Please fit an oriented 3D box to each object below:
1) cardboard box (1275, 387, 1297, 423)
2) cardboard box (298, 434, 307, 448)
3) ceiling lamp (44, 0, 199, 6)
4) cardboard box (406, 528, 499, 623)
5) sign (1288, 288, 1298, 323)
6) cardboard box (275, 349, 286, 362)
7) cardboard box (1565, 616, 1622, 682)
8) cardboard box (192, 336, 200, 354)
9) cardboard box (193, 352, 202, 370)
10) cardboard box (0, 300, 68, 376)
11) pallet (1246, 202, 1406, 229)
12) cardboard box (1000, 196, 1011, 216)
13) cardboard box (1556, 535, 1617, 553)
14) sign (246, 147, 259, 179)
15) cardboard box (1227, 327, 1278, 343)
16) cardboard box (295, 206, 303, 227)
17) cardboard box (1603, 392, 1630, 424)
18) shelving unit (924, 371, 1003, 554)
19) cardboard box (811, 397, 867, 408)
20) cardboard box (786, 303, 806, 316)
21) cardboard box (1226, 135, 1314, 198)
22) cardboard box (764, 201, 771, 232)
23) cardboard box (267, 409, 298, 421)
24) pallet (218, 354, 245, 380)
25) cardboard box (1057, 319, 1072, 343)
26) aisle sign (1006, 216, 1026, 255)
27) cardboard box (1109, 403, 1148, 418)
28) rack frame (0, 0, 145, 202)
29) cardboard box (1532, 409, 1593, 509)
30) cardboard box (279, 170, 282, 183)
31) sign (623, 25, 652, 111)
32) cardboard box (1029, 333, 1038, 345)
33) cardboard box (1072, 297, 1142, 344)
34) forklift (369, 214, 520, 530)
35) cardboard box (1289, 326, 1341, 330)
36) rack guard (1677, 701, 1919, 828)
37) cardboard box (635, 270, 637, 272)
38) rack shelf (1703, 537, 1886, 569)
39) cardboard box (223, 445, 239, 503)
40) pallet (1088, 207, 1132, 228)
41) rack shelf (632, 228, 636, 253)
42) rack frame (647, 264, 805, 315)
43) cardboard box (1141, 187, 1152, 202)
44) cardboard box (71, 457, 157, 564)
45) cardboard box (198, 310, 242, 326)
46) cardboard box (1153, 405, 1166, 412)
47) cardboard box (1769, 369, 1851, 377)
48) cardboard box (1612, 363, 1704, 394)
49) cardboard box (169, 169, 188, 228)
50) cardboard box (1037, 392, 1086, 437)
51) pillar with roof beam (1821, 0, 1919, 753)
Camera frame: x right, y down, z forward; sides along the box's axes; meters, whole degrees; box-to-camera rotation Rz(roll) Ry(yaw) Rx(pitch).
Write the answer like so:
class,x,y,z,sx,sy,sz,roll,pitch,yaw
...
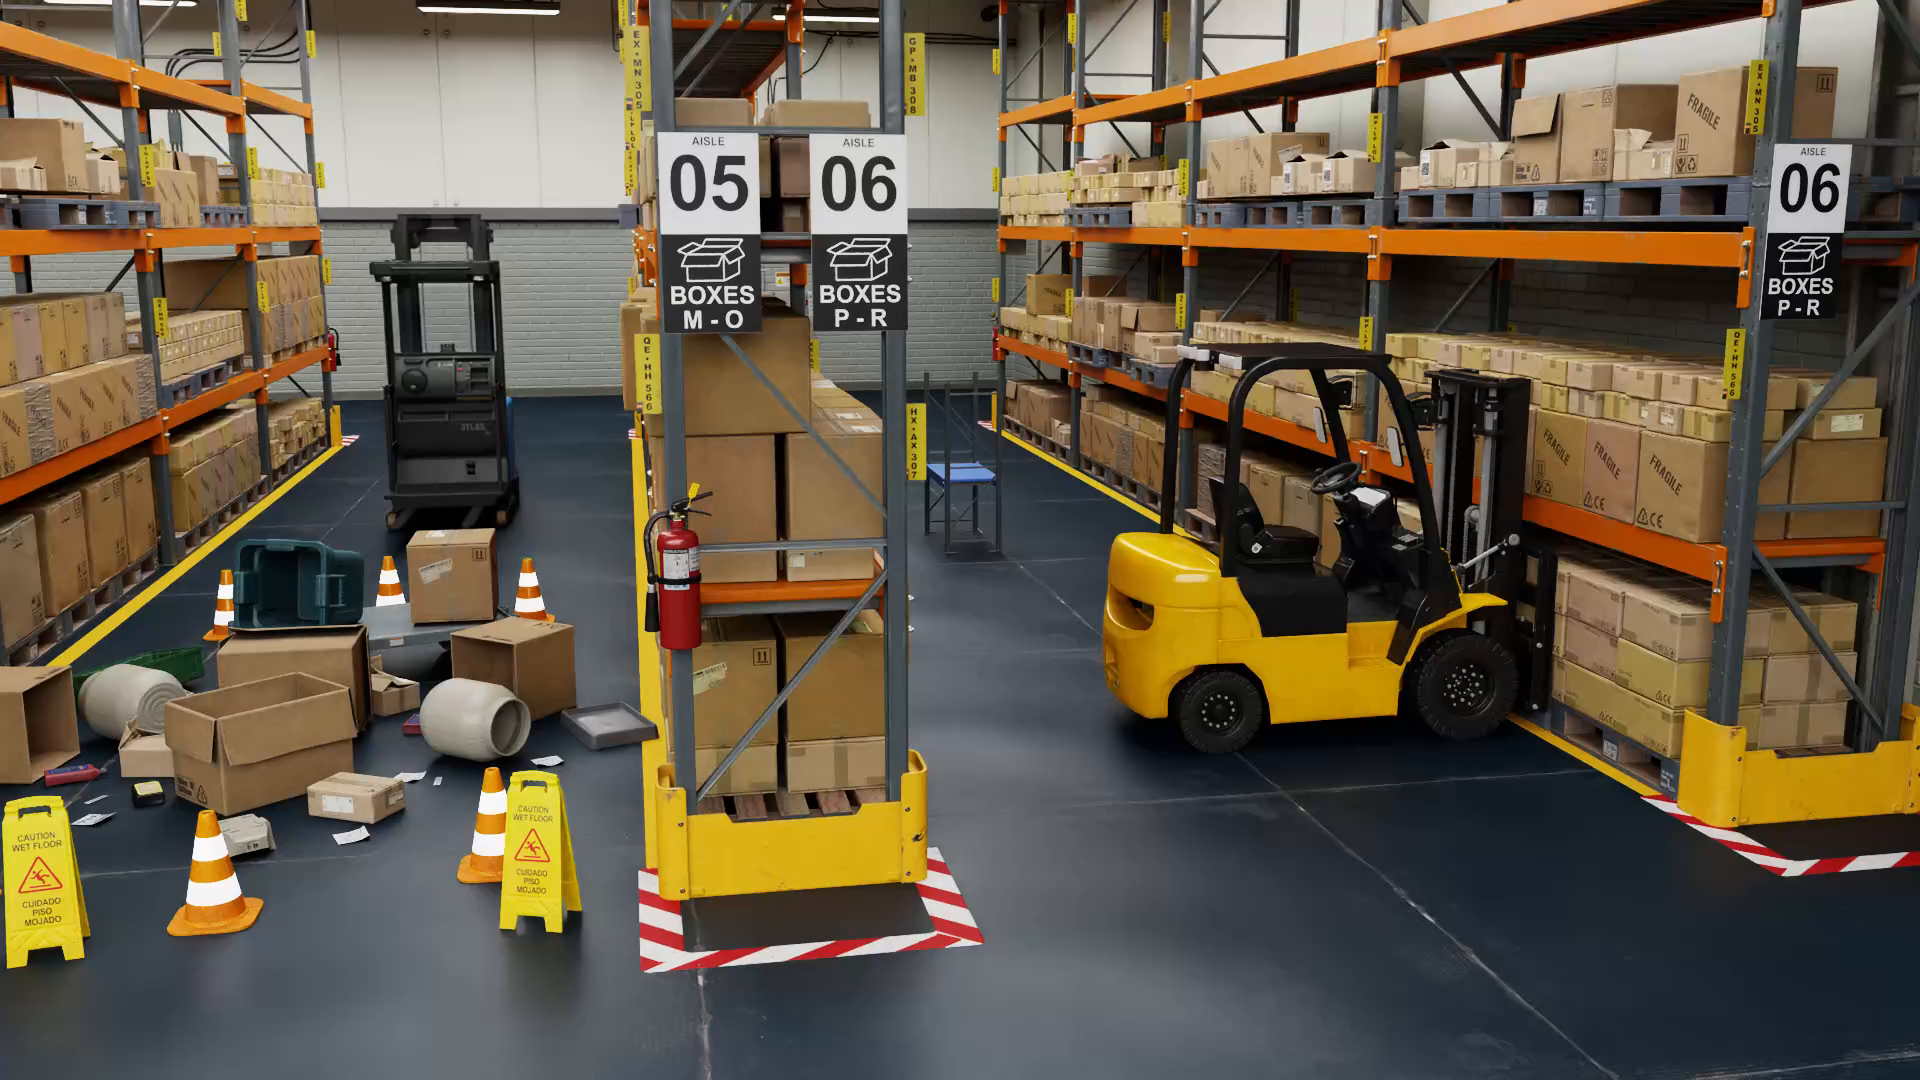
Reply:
class,x,y,z,sx,sy,sz,roll,pitch,yaw
cardboard box,2.841,-1.078,13.240,0.500,0.250,0.500,-2,11,-11
cardboard box,-8.044,-1.188,19.915,0.380,0.149,0.250,-2,11,-10
ceiling lamp,-11.593,-8.943,22.505,2.000,3.185,0.800,-2,11,-11
cardboard box,-3.243,0.223,10.665,0.500,0.500,0.500,-2,11,-11
sign,3.131,-2.208,15.678,0.100,0.325,0.005,-2,11,-11
cardboard box,-7.888,-2.103,18.896,0.380,0.149,0.250,-2,11,-10
cardboard box,3.655,0.577,9.034,0.500,0.250,0.500,-2,11,-12
cardboard box,-7.266,-1.800,15.383,0.380,0.149,0.250,-2,11,-12
cardboard box,-7.266,-1.654,15.414,0.380,0.149,0.250,-2,11,-10
cardboard box,-6.738,-1.416,11.671,0.700,0.500,0.500,-2,11,-12
pallet,3.027,-2.673,13.701,1.003,0.211,1.213,-2,11,-8
cardboard box,0.849,-4.540,22.612,0.500,0.250,0.500,-2,11,-12
cardboard box,3.955,0.129,10.052,0.500,0.250,0.500,-2,11,-12
sign,-7.351,-3.914,17.281,0.100,0.325,0.005,-2,11,-11
cardboard box,2.552,-1.774,14.495,0.380,0.149,0.250,-2,11,-10
cardboard box,-8.135,-3.847,19.766,0.500,0.250,0.500,-2,11,-9
cardboard box,3.694,-0.714,8.922,0.380,0.149,0.250,-2,11,-11
shelving unit,0.017,-0.721,14.974,0.538,1.500,1.048,-2,11,-11
cardboard box,-0.750,-0.451,8.478,0.500,0.500,0.500,-2,11,-12
cardboard box,-1.248,-1.523,11.255,0.380,0.149,0.250,-2,11,-11
cardboard box,2.685,-3.166,14.127,0.700,0.500,0.500,-2,11,-12
cardboard box,-0.756,-1.581,8.128,0.380,0.149,0.250,-2,11,-13
cardboard box,-8.116,-1.476,19.838,0.380,0.149,0.250,-3,11,-13
pallet,-7.889,-1.733,16.790,1.003,0.211,1.213,-2,11,-11
cardboard box,1.471,-2.509,19.962,0.500,0.250,0.500,-2,11,-10
aisle sign,0.730,-4.365,23.153,0.394,0.787,0.004,-2,11,-11
cardboard box,1.875,-1.429,18.510,0.380,0.149,0.250,-2,11,-12
rack frame,-7.117,-4.186,13.121,1.000,3.000,0.127,-2,11,-11
cardboard box,3.598,-0.470,9.379,0.500,0.500,0.500,-2,11,-12
cardboard box,-7.986,-4.166,19.038,0.380,0.149,0.250,-2,11,-13
sign,-1.274,-1.862,6.567,0.100,0.325,0.005,-2,11,-11
cardboard box,1.099,-2.606,21.540,0.380,0.149,0.250,-2,11,-10
cardboard box,1.684,-2.511,18.974,0.700,0.500,0.500,-2,11,-10
forklift,-4.909,-1.607,15.799,1.130,2.935,3.031,-2,11,-10
cardboard box,3.116,-1.798,14.617,0.380,0.149,0.250,-2,11,-12
rack guard,4.148,1.081,8.179,1.175,0.500,0.348,-2,11,-11
cardboard box,-3.513,-2.881,19.369,0.500,0.500,0.500,-2,11,-12
rack shelf,3.754,-0.261,9.945,0.919,0.124,3.809,-2,11,-11
cardboard box,-7.309,-0.636,16.077,0.500,0.500,0.500,-2,11,-12
pallet,2.072,-3.421,17.628,1.213,0.211,1.003,-2,11,-11
rack shelf,-3.448,-3.658,20.294,1.077,0.370,4.000,-2,11,-11
rack frame,-1.503,-0.704,10.871,1.000,3.000,0.127,-2,11,-11
cardboard box,2.057,-3.507,16.914,0.380,0.149,0.250,-2,11,-9
cardboard box,-7.087,-0.225,13.249,1.050,0.750,0.750,-2,11,-12
cardboard box,-7.625,-2.281,17.116,0.380,0.149,0.250,-2,11,-8
cardboard box,2.352,-1.401,18.364,0.380,0.149,0.250,-2,11,-9
cardboard box,4.297,-0.786,8.503,0.380,0.149,0.250,-2,11,-9
cardboard box,3.735,-0.863,8.908,0.380,0.149,0.250,-2,11,-11
cardboard box,-7.071,-2.967,14.474,0.500,0.500,0.500,-2,11,-11
cardboard box,1.387,-1.600,21.142,0.700,0.500,0.500,-3,11,-13
pillar with roof beam,0.669,-3.102,7.428,9.100,9.000,0.400,-2,11,-11
